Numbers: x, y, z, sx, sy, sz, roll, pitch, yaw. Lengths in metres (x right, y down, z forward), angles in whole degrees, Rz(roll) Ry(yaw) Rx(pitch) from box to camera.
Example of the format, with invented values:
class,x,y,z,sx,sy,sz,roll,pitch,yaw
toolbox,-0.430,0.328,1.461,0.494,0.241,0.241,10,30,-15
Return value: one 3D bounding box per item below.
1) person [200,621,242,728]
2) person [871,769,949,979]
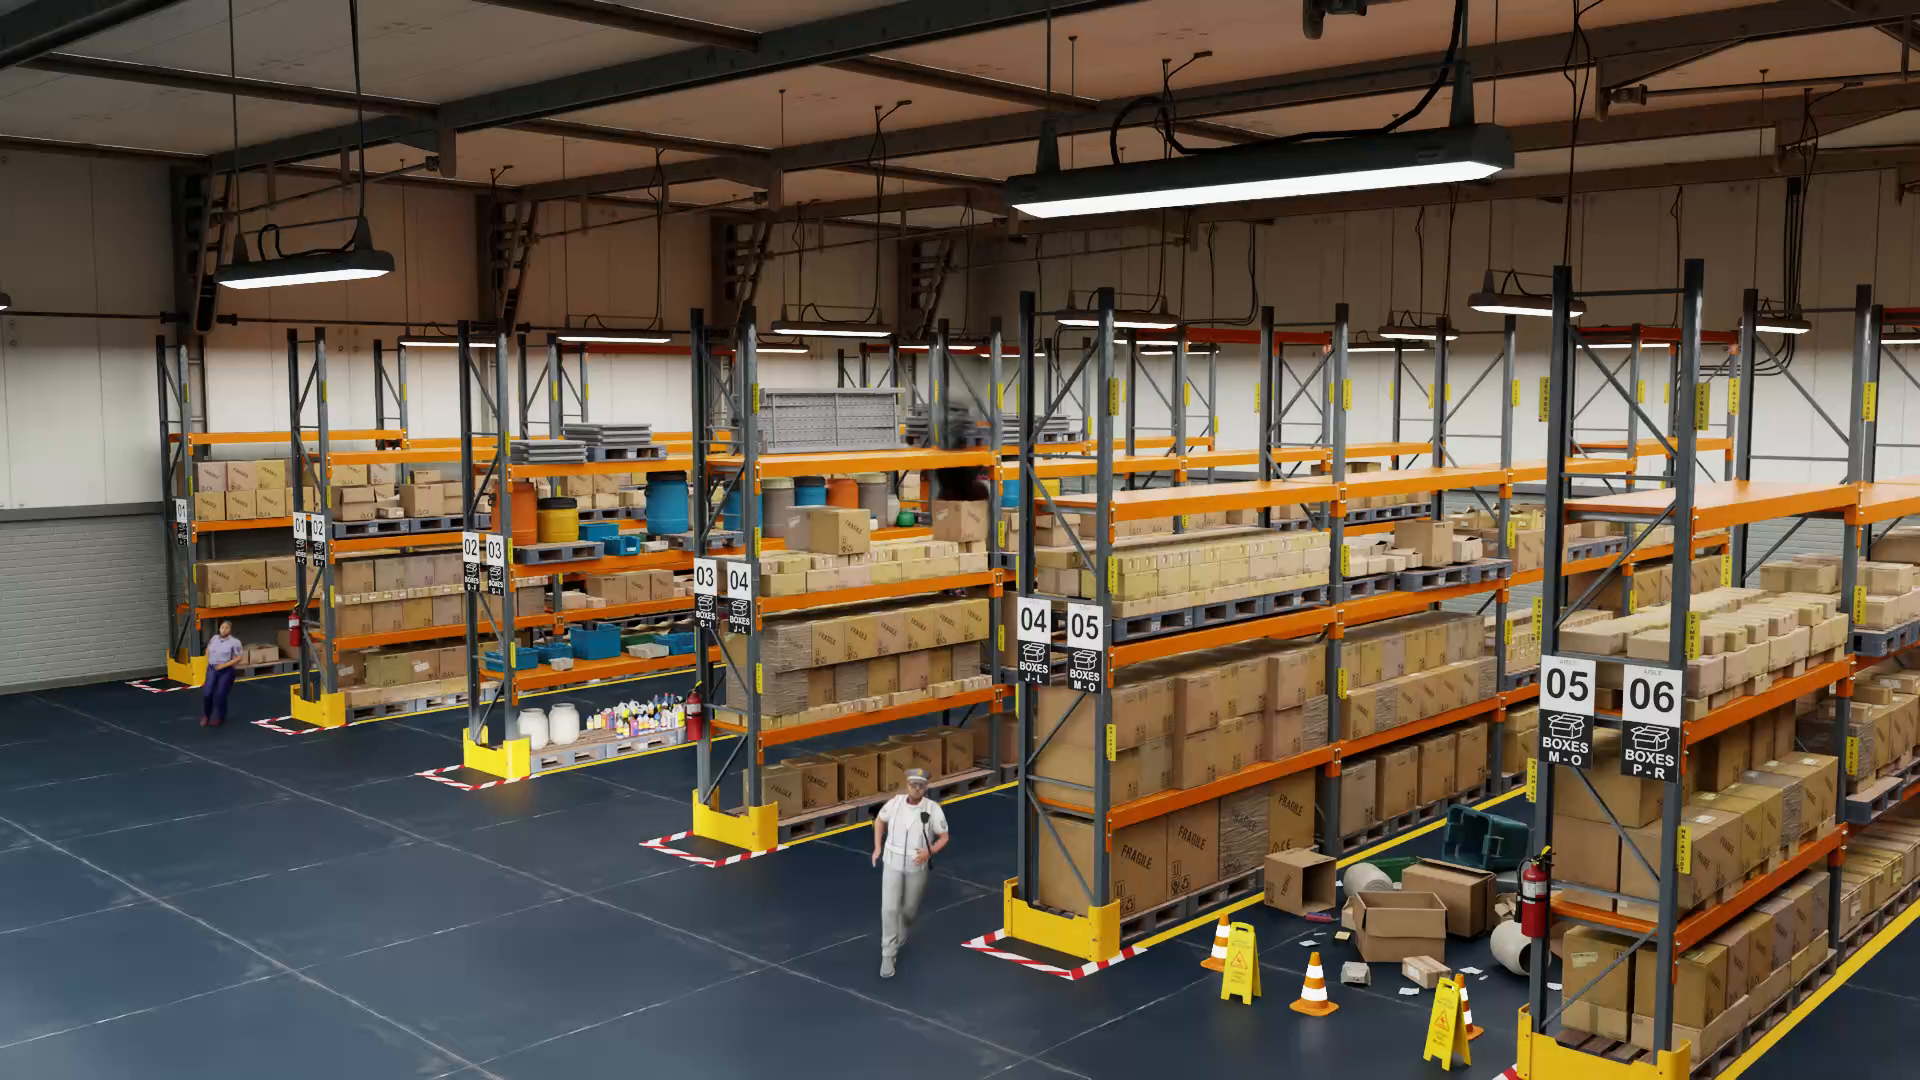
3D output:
class,x,y,z,sx,sy,sz,roll,pitch,yaw
person,-11.139,2.020,25.037,0.664,1.618,0.567,-1,5,-5
person,-0.451,2.909,14.800,0.700,1.772,0.833,1,5,5
